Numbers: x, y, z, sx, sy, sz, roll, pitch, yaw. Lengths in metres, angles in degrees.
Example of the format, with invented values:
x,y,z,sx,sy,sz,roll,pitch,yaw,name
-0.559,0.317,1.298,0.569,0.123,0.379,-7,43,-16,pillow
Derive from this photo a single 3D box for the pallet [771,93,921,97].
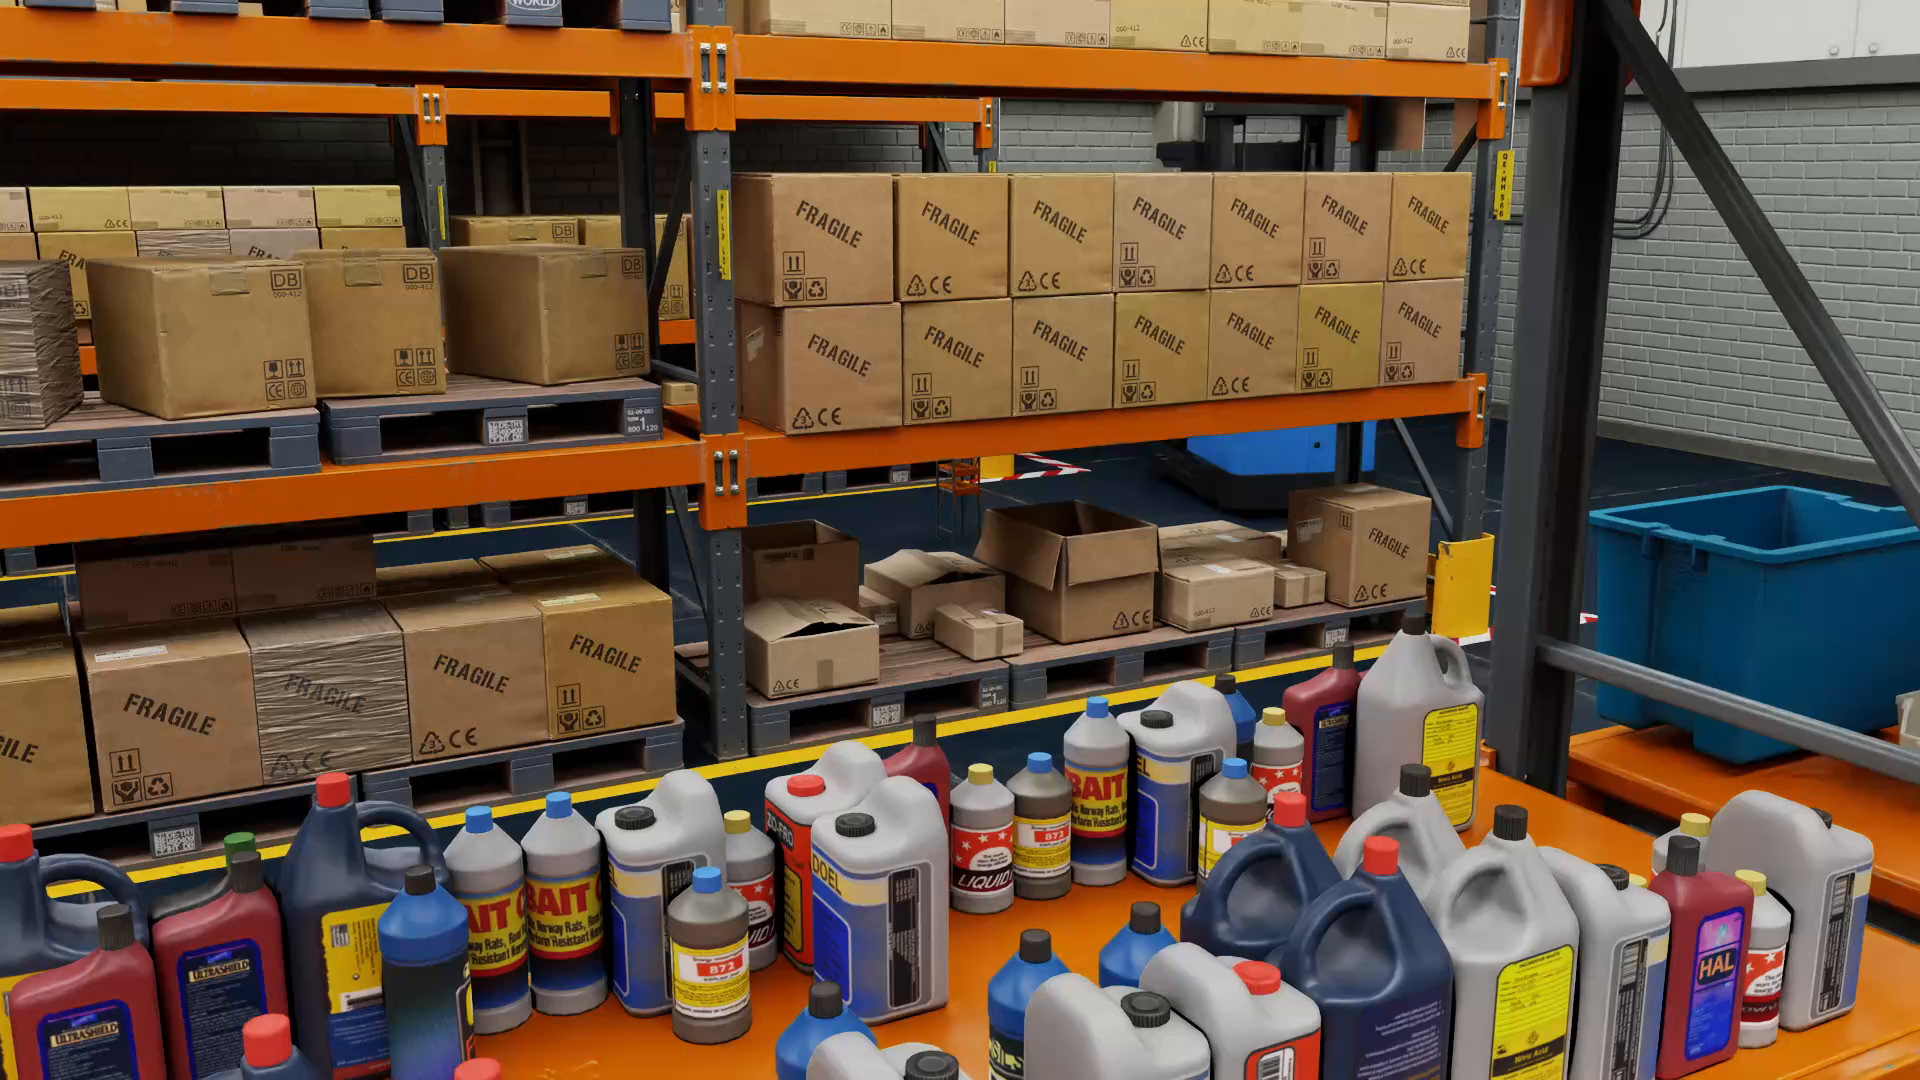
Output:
x,y,z,sx,sy,sz,roll,pitch,yaw,name
-0.657,-3.389,12.205,1.213,0.211,1.003,-7,14,-28,pallet

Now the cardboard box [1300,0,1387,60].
x,y,z,sx,sy,sz,roll,pitch,yaw,name
1.597,-2.329,7.637,0.500,0.250,0.500,-7,14,-28,cardboard box

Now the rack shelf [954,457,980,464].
x,y,z,sx,sy,sz,roll,pitch,yaw,name
-0.013,-0.540,10.480,0.180,0.103,0.258,-7,14,-28,rack shelf

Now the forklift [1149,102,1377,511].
x,y,z,sx,sy,sz,roll,pitch,yaw,name
2.081,-1.903,12.388,1.130,2.935,3.031,-2,13,-10,forklift

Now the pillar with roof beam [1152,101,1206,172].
x,y,z,sx,sy,sz,roll,pitch,yaw,name
4.007,-4.597,10.538,0.400,9.000,9.100,-7,14,-28,pillar with roof beam

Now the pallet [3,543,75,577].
x,y,z,sx,sy,sz,roll,pitch,yaw,name
-5.235,-0.043,10.318,1.213,0.211,1.003,-7,14,-28,pallet

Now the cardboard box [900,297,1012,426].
x,y,z,sx,sy,sz,roll,pitch,yaw,name
-0.119,-0.778,7.007,0.500,0.500,0.500,-7,14,-27,cardboard box

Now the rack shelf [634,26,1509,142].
x,y,z,sx,sy,sz,roll,pitch,yaw,name
0.610,-1.997,7.455,4.000,0.370,1.077,-7,14,-28,rack shelf

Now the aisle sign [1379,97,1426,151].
x,y,z,sx,sy,sz,roll,pitch,yaw,name
2.285,-2.427,8.638,0.004,0.787,0.394,-7,14,-28,aisle sign

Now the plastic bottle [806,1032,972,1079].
x,y,z,sx,sy,sz,roll,pitch,yaw,name
-0.051,0.576,1.502,0.135,0.276,0.152,-7,14,-28,plastic bottle

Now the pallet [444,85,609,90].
x,y,z,sx,sy,sz,roll,pitch,yaw,name
-2.799,-3.132,11.065,1.213,0.211,1.003,-7,14,-28,pallet

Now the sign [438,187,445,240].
x,y,z,sx,sy,sz,roll,pitch,yaw,name
-3.253,-2.051,10.432,0.005,0.325,0.100,-7,14,-28,sign

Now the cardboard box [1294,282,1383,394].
x,y,z,sx,sy,sz,roll,pitch,yaw,name
1.649,-0.988,7.942,0.500,0.500,0.500,-7,14,-27,cardboard box

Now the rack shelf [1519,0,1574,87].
x,y,z,sx,sy,sz,roll,pitch,yaw,name
-0.531,-0.621,1.342,4.000,0.370,1.077,-7,14,-28,rack shelf

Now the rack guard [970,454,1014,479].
x,y,z,sx,sy,sz,roll,pitch,yaw,name
0.010,-0.832,13.166,0.348,0.500,1.175,-7,14,-28,rack guard

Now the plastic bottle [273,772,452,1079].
x,y,z,sx,sy,sz,roll,pitch,yaw,name
-0.693,0.439,1.939,0.185,0.351,0.144,-7,14,-28,plastic bottle

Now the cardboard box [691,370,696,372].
x,y,z,sx,sy,sz,roll,pitch,yaw,name
-1.898,-1.149,12.143,0.250,0.149,0.380,-7,15,-29,cardboard box

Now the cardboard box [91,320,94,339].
x,y,z,sx,sy,sz,roll,pitch,yaw,name
-5.058,-1.274,9.965,0.250,0.149,0.380,-6,14,-26,cardboard box

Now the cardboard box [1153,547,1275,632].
x,y,z,sx,sy,sz,roll,pitch,yaw,name
1.158,0.231,8.011,0.500,0.250,0.500,-7,14,-28,cardboard box

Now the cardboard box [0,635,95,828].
x,y,z,sx,sy,sz,roll,pitch,yaw,name
-3.220,0.651,5.575,0.500,0.500,0.500,-7,14,-29,cardboard box

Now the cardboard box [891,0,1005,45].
x,y,z,sx,sy,sz,roll,pitch,yaw,name
-0.159,-2.119,6.704,0.500,0.250,0.500,-7,14,-28,cardboard box

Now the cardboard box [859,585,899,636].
x,y,z,sx,sy,sz,roll,pitch,yaw,name
-0.481,0.337,7.771,0.250,0.149,0.380,-7,14,-28,cardboard box

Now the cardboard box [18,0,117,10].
x,y,z,sx,sy,sz,roll,pitch,yaw,name
-5.275,-3.172,9.810,0.500,0.500,0.700,-7,14,-28,cardboard box

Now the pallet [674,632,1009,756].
x,y,z,sx,sy,sz,roll,pitch,yaw,name
-0.542,0.615,7.397,1.213,0.211,1.003,-7,14,-28,pallet

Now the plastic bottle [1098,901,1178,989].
x,y,z,sx,sy,sz,roll,pitch,yaw,name
0.194,0.517,1.772,0.097,0.271,0.097,0,13,0,plastic bottle

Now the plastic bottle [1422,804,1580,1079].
x,y,z,sx,sy,sz,roll,pitch,yaw,name
0.575,0.465,1.823,0.185,0.351,0.144,-7,14,-28,plastic bottle

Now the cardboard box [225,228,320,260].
x,y,z,sx,sy,sz,roll,pitch,yaw,name
-4.249,-1.679,10.286,0.500,0.500,0.500,-7,14,-27,cardboard box

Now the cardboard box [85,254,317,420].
x,y,z,sx,sy,sz,roll,pitch,yaw,name
-2.666,-0.730,5.835,0.500,0.500,0.700,-12,17,-42,cardboard box

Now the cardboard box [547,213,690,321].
x,y,z,sx,sy,sz,roll,pitch,yaw,name
-2.395,-1.904,11.554,0.700,0.700,0.980,-7,15,-29,cardboard box

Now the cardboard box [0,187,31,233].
x,y,z,sx,sy,sz,roll,pitch,yaw,name
-5.603,-1.885,9.493,0.500,0.250,0.500,-7,14,-27,cardboard box

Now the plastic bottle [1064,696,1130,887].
x,y,z,sx,sy,sz,roll,pitch,yaw,name
0.200,0.365,2.450,0.097,0.271,0.097,0,13,0,plastic bottle

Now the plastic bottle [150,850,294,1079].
x,y,z,sx,sy,sz,roll,pitch,yaw,name
-0.824,0.492,1.856,0.133,0.283,0.061,-7,14,-28,plastic bottle

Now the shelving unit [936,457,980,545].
x,y,z,sx,sy,sz,roll,pitch,yaw,name
-0.013,-0.584,10.471,0.189,1.200,0.258,-7,14,-28,shelving unit

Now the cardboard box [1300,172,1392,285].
x,y,z,sx,sy,sz,roll,pitch,yaw,name
1.664,-1.478,7.839,0.500,0.500,0.500,-6,14,-26,cardboard box

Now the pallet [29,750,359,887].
x,y,z,sx,sy,sz,roll,pitch,yaw,name
-2.913,0.909,6.090,1.213,0.211,1.003,-7,14,-28,pallet

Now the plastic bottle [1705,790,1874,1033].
x,y,z,sx,sy,sz,roll,pitch,yaw,name
1.034,0.446,2.080,0.135,0.276,0.152,-7,14,-28,plastic bottle

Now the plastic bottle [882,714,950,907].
x,y,z,sx,sy,sz,roll,pitch,yaw,name
-0.081,0.388,2.319,0.133,0.283,0.061,-7,14,-28,plastic bottle

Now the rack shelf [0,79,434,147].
x,y,z,sx,sy,sz,roll,pitch,yaw,name
-5.277,-2.530,9.826,4.000,0.370,1.077,-7,14,-28,rack shelf

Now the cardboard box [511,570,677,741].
x,y,z,sx,sy,sz,roll,pitch,yaw,name
-1.441,0.438,6.521,0.500,0.500,0.500,-7,14,-28,cardboard box

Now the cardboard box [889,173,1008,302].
x,y,z,sx,sy,sz,roll,pitch,yaw,name
-0.144,-1.260,6.871,0.500,0.500,0.500,-7,15,-30,cardboard box

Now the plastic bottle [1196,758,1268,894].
x,y,z,sx,sy,sz,roll,pitch,yaw,name
0.391,0.414,2.390,0.097,0.201,0.097,0,13,0,plastic bottle

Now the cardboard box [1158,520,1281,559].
x,y,z,sx,sy,sz,roll,pitch,yaw,name
1.314,0.087,8.649,0.500,0.250,0.500,-7,14,-28,cardboard box

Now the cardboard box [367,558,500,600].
x,y,z,sx,sy,sz,roll,pitch,yaw,name
-2.149,0.393,6.721,0.500,0.500,0.500,-7,14,-27,cardboard box

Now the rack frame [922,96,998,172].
x,y,z,sx,sy,sz,roll,pitch,yaw,name
-0.011,-2.049,12.881,0.127,3.000,1.000,-7,14,-28,rack frame

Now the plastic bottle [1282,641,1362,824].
x,y,z,sx,sy,sz,roll,pitch,yaw,name
0.582,0.309,2.672,0.133,0.283,0.061,-7,14,-28,plastic bottle

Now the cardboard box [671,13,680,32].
x,y,z,sx,sy,sz,roll,pitch,yaw,name
-1.888,-3.400,11.210,0.500,0.250,0.500,-7,15,-29,cardboard box

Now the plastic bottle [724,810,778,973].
x,y,z,sx,sy,sz,roll,pitch,yaw,name
-0.291,0.458,2.195,0.097,0.201,0.097,0,13,0,plastic bottle
